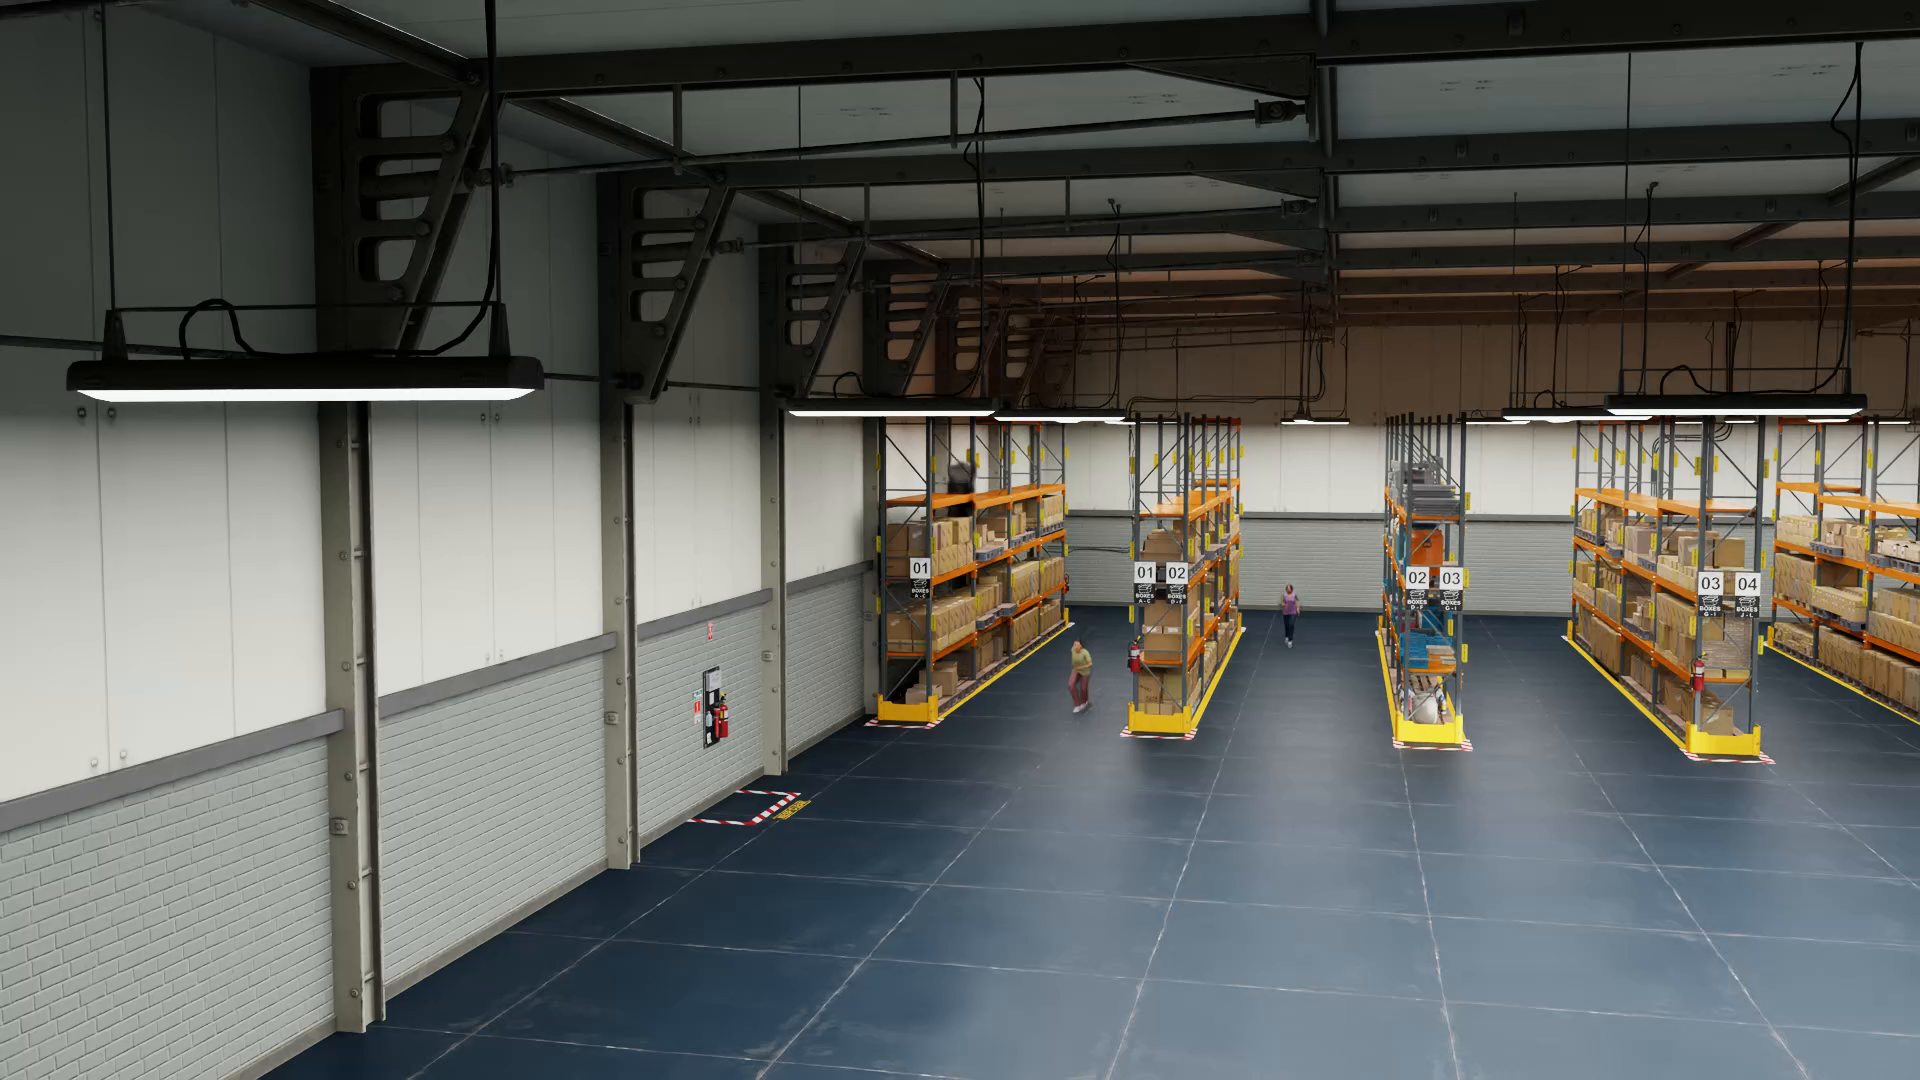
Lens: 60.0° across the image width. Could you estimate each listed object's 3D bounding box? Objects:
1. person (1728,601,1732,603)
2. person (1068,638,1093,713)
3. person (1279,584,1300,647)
[{"bbox_3d":[20.432,1.854,44.712,0.583,1.649,0.613,1,4,10],"label":"person"},{"bbox_3d":[2.469,2.683,33.523,0.581,1.508,1.045,2,4,23],"label":"person"},{"bbox_3d":[8.626,1.958,43.584,0.526,1.626,0.824,1,4,14],"label":"person"}]
